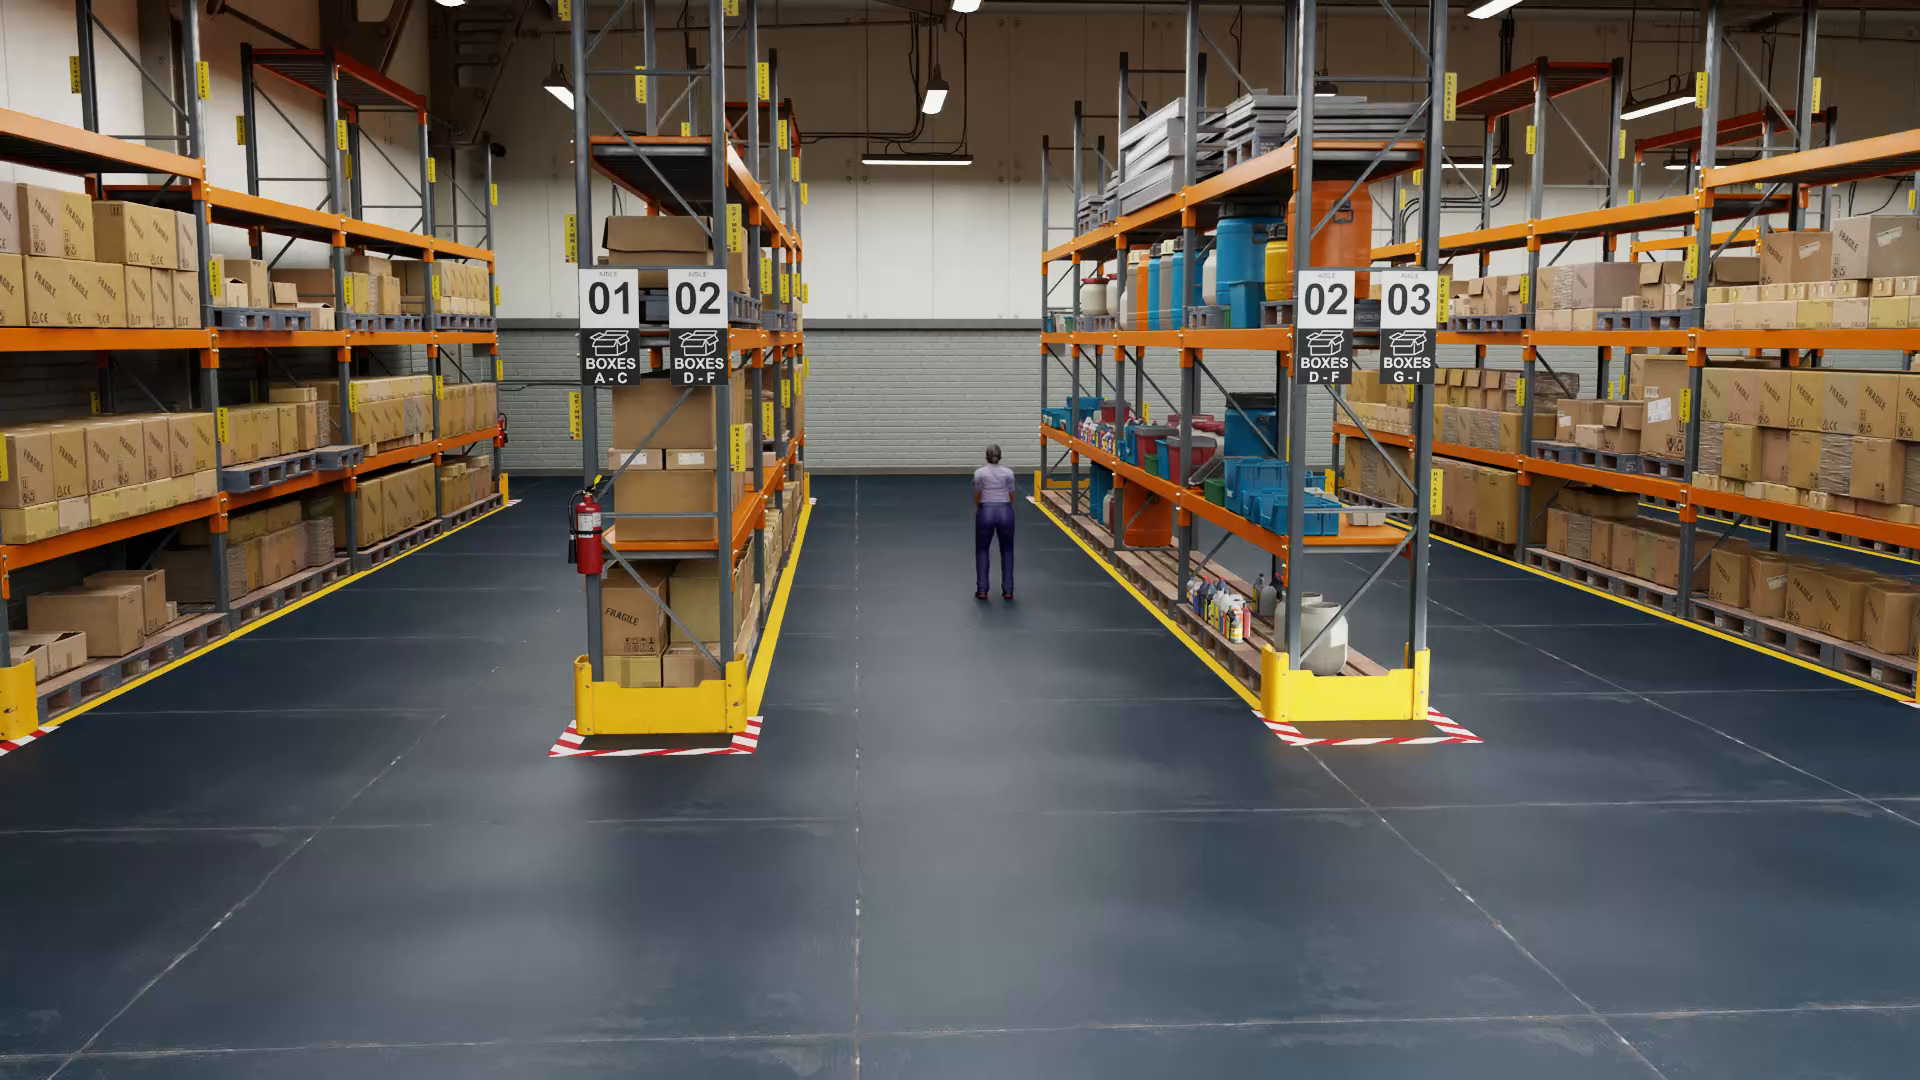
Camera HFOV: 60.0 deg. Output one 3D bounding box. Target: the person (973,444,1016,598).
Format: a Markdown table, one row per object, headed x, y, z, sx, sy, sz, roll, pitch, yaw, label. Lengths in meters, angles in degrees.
| x | y | z | sx | sy | sz | roll | pitch | yaw | label |
| --- | --- | --- | --- | --- | --- | --- | --- | --- | --- |
| 0.356 | -0.212 | 17.598 | 0.452 | 1.634 | 0.517 | 0 | 7 | -3 | person |
